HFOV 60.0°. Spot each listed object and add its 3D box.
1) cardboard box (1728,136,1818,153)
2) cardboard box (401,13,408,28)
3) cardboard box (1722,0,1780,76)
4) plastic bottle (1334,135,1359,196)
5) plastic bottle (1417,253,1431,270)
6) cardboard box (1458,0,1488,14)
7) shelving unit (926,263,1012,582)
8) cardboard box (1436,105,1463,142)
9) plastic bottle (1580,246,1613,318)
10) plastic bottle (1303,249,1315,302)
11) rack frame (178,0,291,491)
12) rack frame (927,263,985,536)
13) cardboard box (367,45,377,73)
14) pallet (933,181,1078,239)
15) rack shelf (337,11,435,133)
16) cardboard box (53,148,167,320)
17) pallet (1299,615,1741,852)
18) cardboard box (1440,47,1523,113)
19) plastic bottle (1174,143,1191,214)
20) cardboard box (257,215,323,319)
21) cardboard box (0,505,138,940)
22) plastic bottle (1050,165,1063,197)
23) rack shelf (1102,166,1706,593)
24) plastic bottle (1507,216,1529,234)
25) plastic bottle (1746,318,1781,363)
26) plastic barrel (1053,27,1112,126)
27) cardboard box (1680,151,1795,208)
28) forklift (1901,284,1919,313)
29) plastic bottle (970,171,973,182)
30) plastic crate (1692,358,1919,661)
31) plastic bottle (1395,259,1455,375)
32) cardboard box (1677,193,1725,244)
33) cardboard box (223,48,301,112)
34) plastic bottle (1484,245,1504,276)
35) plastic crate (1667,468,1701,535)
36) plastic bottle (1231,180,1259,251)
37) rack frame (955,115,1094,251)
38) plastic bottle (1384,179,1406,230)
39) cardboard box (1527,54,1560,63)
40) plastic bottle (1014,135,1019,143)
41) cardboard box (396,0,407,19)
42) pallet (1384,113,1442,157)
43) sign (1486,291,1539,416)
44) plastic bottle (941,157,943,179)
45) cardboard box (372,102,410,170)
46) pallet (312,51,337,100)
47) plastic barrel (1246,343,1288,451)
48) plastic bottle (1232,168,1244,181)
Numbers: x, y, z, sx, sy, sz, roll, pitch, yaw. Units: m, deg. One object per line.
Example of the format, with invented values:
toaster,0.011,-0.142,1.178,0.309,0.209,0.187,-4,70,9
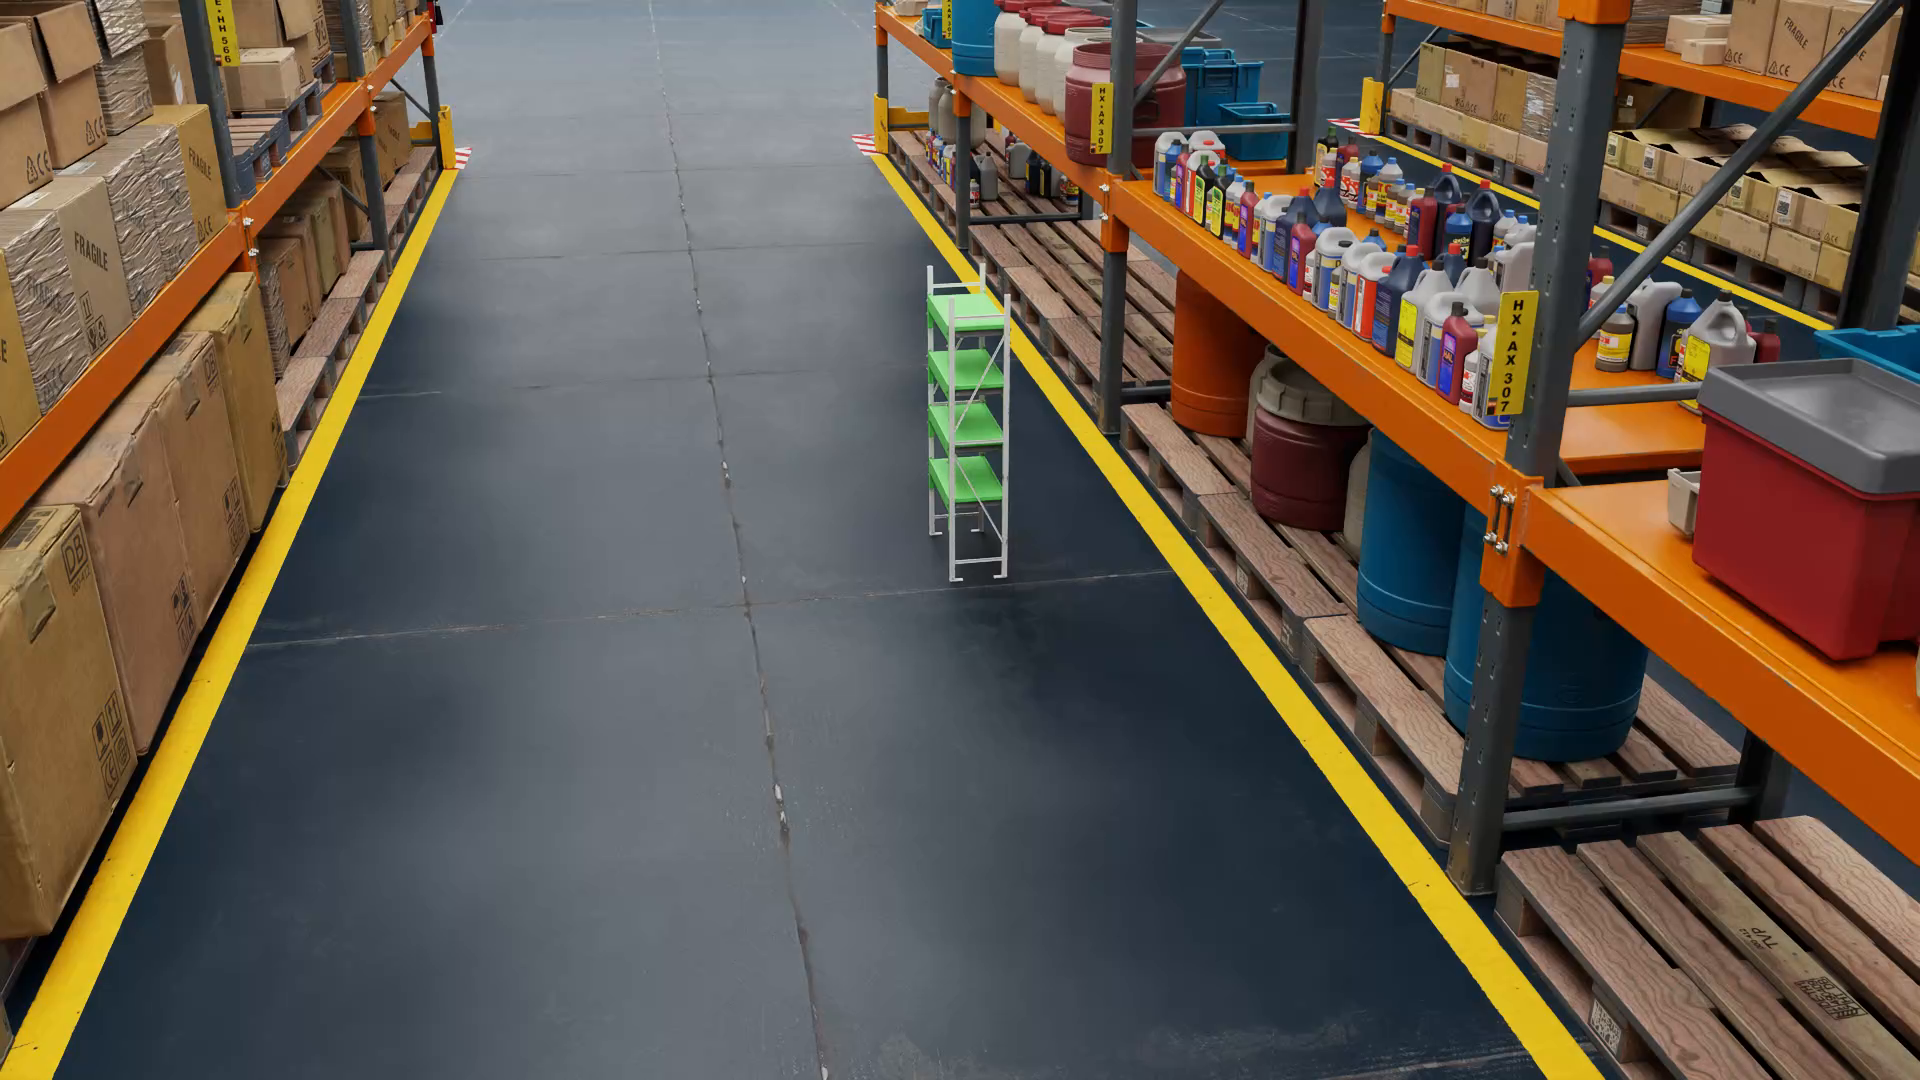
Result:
cardboard box,5.798,-2.746,12.001,0.500,0.311,0.500,-4,24,-8
cardboard box,-4.708,-4.237,13.517,0.380,0.149,0.250,-4,24,-10
cardboard box,5.562,-3.435,11.241,0.500,0.500,0.500,-3,24,-6
plastic bottle,1.747,-1.689,7.515,0.061,0.283,0.133,-4,24,-10
plastic bottle,1.517,-0.818,5.537,0.097,0.271,0.097,0,24,0
cardboard box,4.861,-4.932,14.670,0.700,0.500,0.500,-4,24,-9
shelving unit,0.031,-0.485,6.861,0.258,1.200,0.503,-4,24,-10
cardboard box,4.668,-3.785,15.078,0.500,0.250,0.500,-4,24,-10
plastic bottle,2.137,-0.859,5.615,0.061,0.283,0.133,-4,24,-10
plastic bottle,1.282,-0.957,5.942,0.097,0.201,0.097,0,24,0
rack frame,-3.658,-1.594,7.153,1.000,3.000,0.127,-4,24,-10
rack frame,-0.015,-0.581,7.081,0.240,1.200,0.015,-4,24,-10
cardboard box,-4.175,-3.259,11.277,0.380,0.149,0.250,-4,24,-10
pallet,0.387,-2.524,12.764,1.003,0.211,1.213,-4,24,-10
rack shelf,-4.767,-3.625,12.700,1.077,0.370,4.000,-4,24,-10
cardboard box,-3.137,-1.064,5.813,0.500,0.500,0.500,-5,24,-11
pallet,1.848,0.584,5.650,1.003,0.211,1.213,-4,24,-10
cardboard box,4.679,-4.129,14.930,0.500,0.500,0.500,-4,24,-10
plastic bottle,0.988,-1.581,7.267,0.061,0.283,0.133,-4,24,-10
cardboard box,-4.131,-1.572,9.674,0.700,0.500,0.500,-6,24,-14
cardboard box,-3.056,0.510,4.464,1.225,0.875,0.875,-4,24,-10
plastic bottle,0.755,-2.771,12.699,0.152,0.276,0.135,-3,24,-8
rack shelf,1.580,-0.845,6.335,1.077,0.370,4.000,-4,24,-10
plastic bottle,2.030,-1.042,6.049,0.097,0.271,0.097,0,24,0
plastic bottle,2.301,-0.510,4.815,0.061,0.283,0.133,-4,24,-10
plastic barrel,0.732,-2.567,9.239,0.421,0.512,0.421,0,24,0
cardboard box,5.355,-2.507,11.452,0.500,0.311,0.500,-5,24,-11
forklift,3.926,-1.052,5.997,1.130,2.935,3.031,-1,24,-3
plastic bottle,0.057,-2.656,12.427,0.061,0.283,0.133,-3,24,-7
plastic crate,1.868,-0.075,3.518,0.402,0.464,0.583,-4,24,-10
plastic bottle,1.458,-0.702,5.172,0.144,0.351,0.185,-4,24,-10
cardboard box,5.362,-2.250,11.565,0.500,0.250,0.500,-5,24,-11
cardboard box,-3.742,-2.394,8.647,0.500,0.250,0.500,-5,24,-11
plastic bottle,1.905,-0.946,5.916,0.097,0.201,0.097,0,24,0
plastic crate,1.895,-0.101,3.987,0.396,0.136,0.243,-4,24,-10
plastic bottle,1.138,-1.297,6.632,0.097,0.271,0.097,0,24,0
rack frame,0.470,-3.534,11.594,1.000,3.000,0.127,-4,24,-10
plastic bottle,1.840,-1.413,6.986,0.097,0.201,0.097,0,24,0
cardboard box,5.281,-3.971,14.568,0.500,0.500,0.500,-4,24,-10
plastic bottle,0.521,-3.270,13.843,0.152,0.276,0.135,-4,24,-9
cardboard box,-4.802,-4.317,12.890,0.875,0.500,0.500,-4,24,-10
pallet,4.782,-3.897,15.909,1.003,0.211,1.213,-4,24,-10
sign,1.408,-0.474,4.243,0.100,0.325,0.005,-4,24,-10
plastic bottle,-0.102,-2.997,13.310,0.097,0.201,0.097,0,24,0
cardboard box,-4.894,-3.308,13.676,0.500,0.500,0.500,2,24,4
pallet,-4.399,-2.768,10.080,1.003,0.211,1.213,-4,24,-10
plastic barrel,1.509,-0.607,7.475,0.421,0.512,0.421,0,24,0
plastic bottle,1.177,-1.510,7.208,0.097,0.201,0.097,0,24,0
